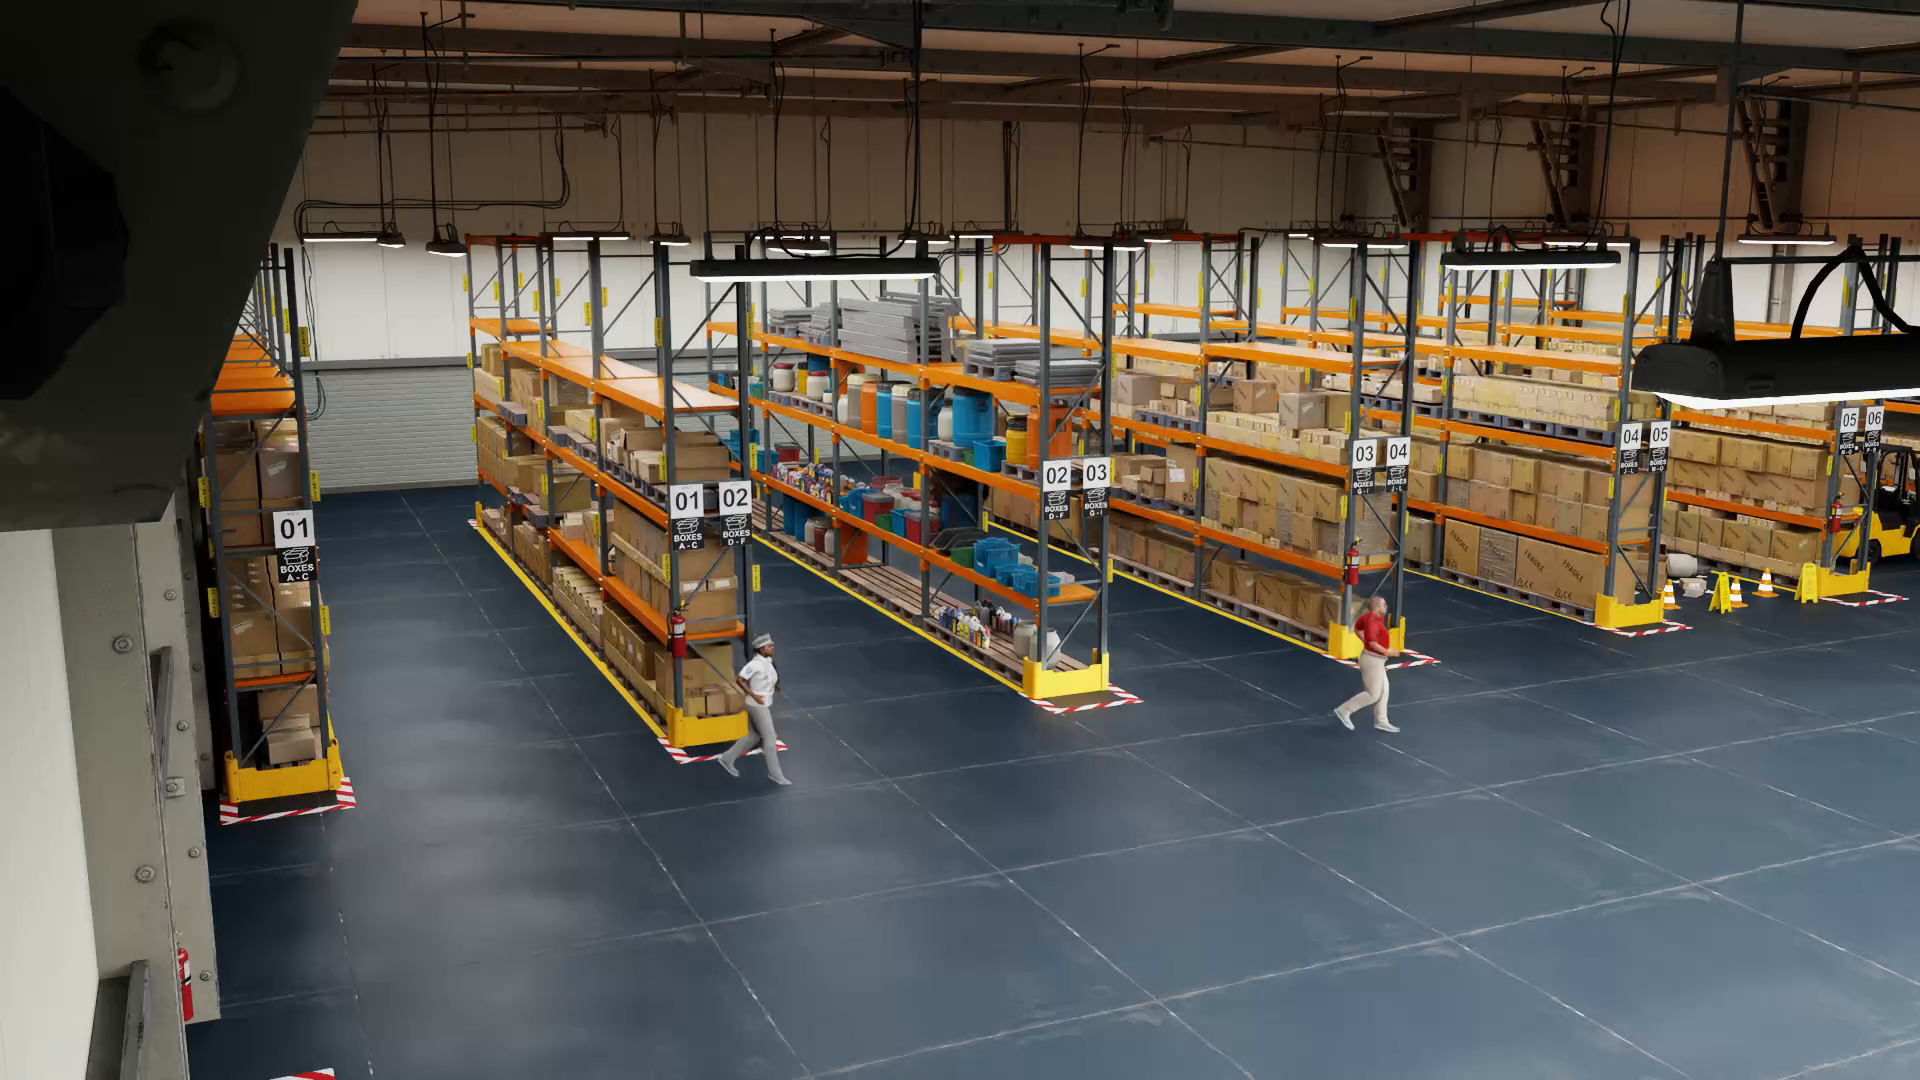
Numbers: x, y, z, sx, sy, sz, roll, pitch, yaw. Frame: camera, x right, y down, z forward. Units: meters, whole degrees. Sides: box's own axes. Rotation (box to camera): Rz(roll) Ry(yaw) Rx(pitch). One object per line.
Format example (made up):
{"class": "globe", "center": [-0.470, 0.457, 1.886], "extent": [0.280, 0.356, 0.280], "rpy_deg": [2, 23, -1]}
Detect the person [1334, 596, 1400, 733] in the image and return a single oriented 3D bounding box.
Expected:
{"class": "person", "center": [5.091, 1.548, 20.674], "extent": [0.839, 1.743, 0.688], "rpy_deg": [1, 11, 6]}

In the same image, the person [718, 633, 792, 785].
{"class": "person", "center": [-2.324, 1.906, 18.987], "extent": [0.862, 1.717, 0.592], "rpy_deg": [1, 11, 5]}
